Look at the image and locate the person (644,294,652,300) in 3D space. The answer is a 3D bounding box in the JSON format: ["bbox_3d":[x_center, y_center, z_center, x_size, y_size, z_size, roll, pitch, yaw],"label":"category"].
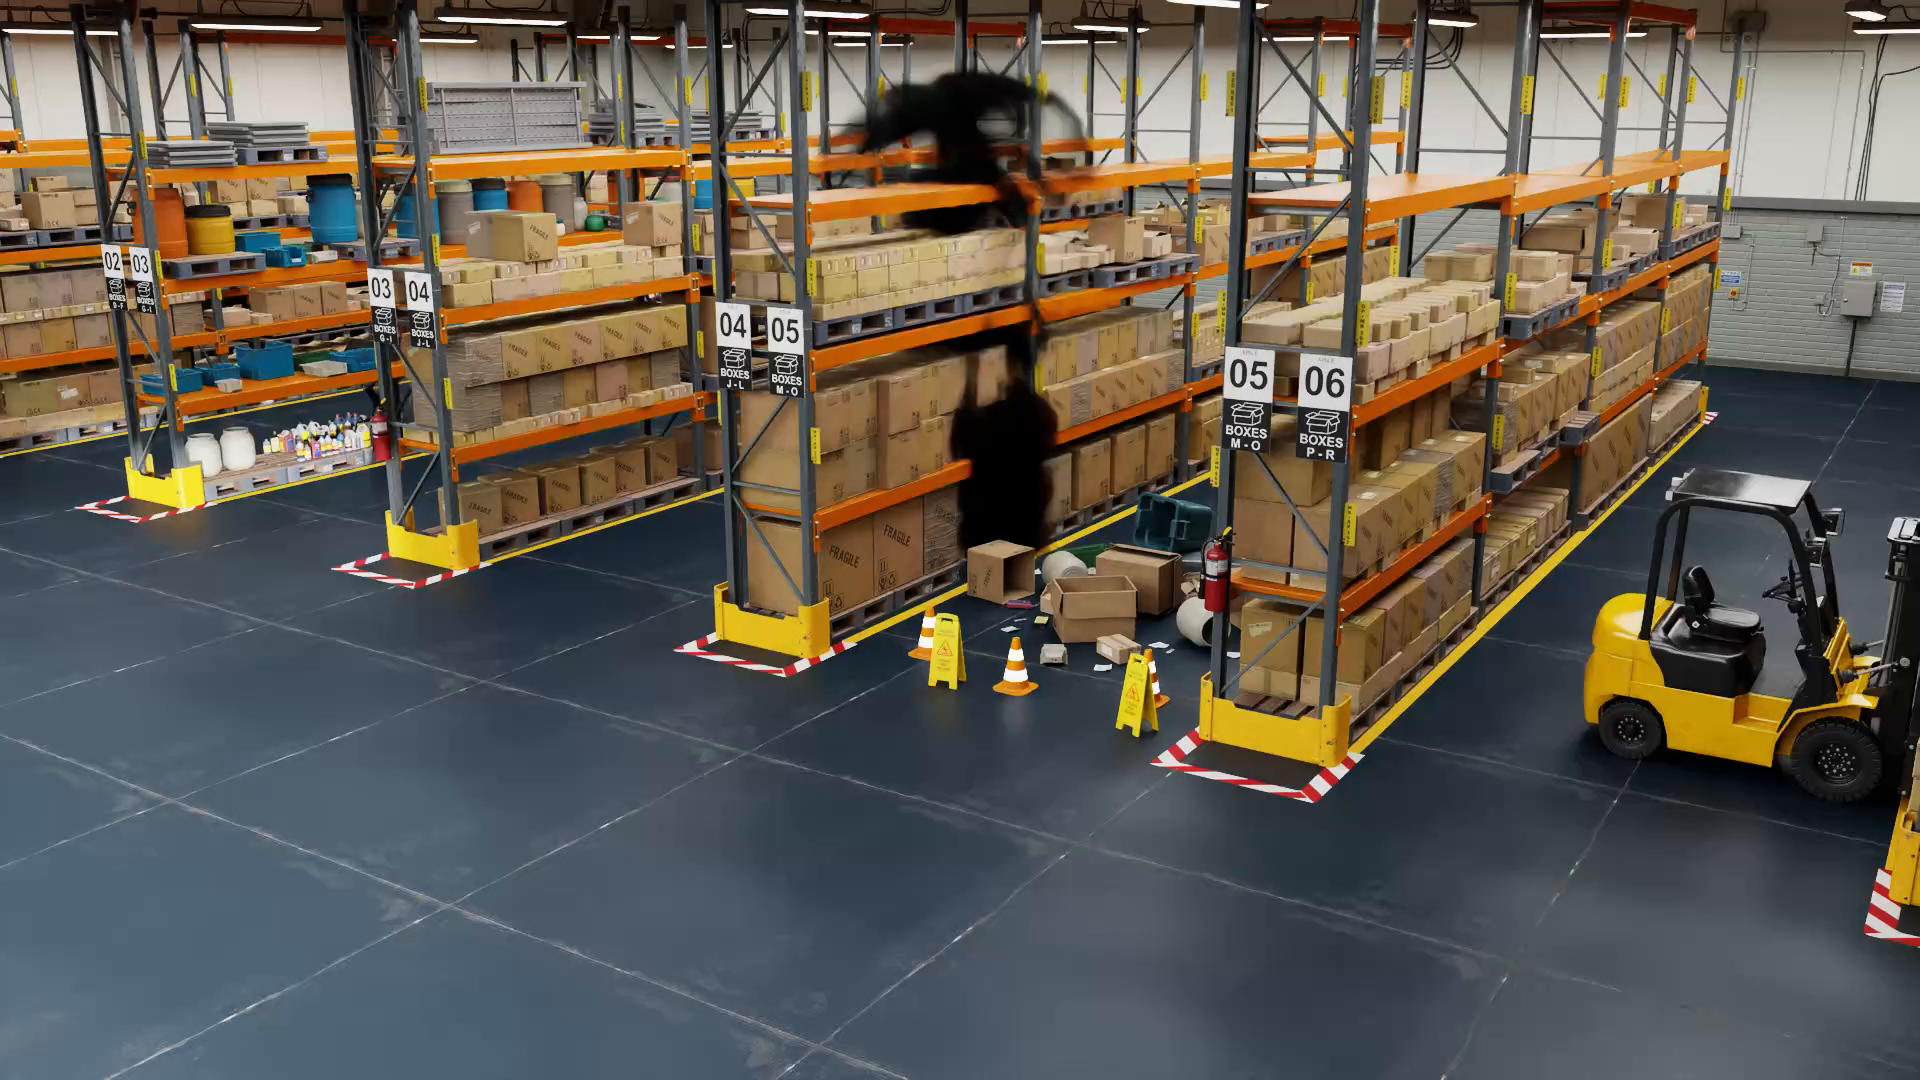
[{"bbox_3d":[-5.841,-3.956,30.433,0.634,1.635,0.559,11,19,35],"label":"person"}]

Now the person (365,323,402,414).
[{"bbox_3d":[-8.935,-2.612,25.624,0.510,1.607,0.676,6,17,21],"label":"person"}]
